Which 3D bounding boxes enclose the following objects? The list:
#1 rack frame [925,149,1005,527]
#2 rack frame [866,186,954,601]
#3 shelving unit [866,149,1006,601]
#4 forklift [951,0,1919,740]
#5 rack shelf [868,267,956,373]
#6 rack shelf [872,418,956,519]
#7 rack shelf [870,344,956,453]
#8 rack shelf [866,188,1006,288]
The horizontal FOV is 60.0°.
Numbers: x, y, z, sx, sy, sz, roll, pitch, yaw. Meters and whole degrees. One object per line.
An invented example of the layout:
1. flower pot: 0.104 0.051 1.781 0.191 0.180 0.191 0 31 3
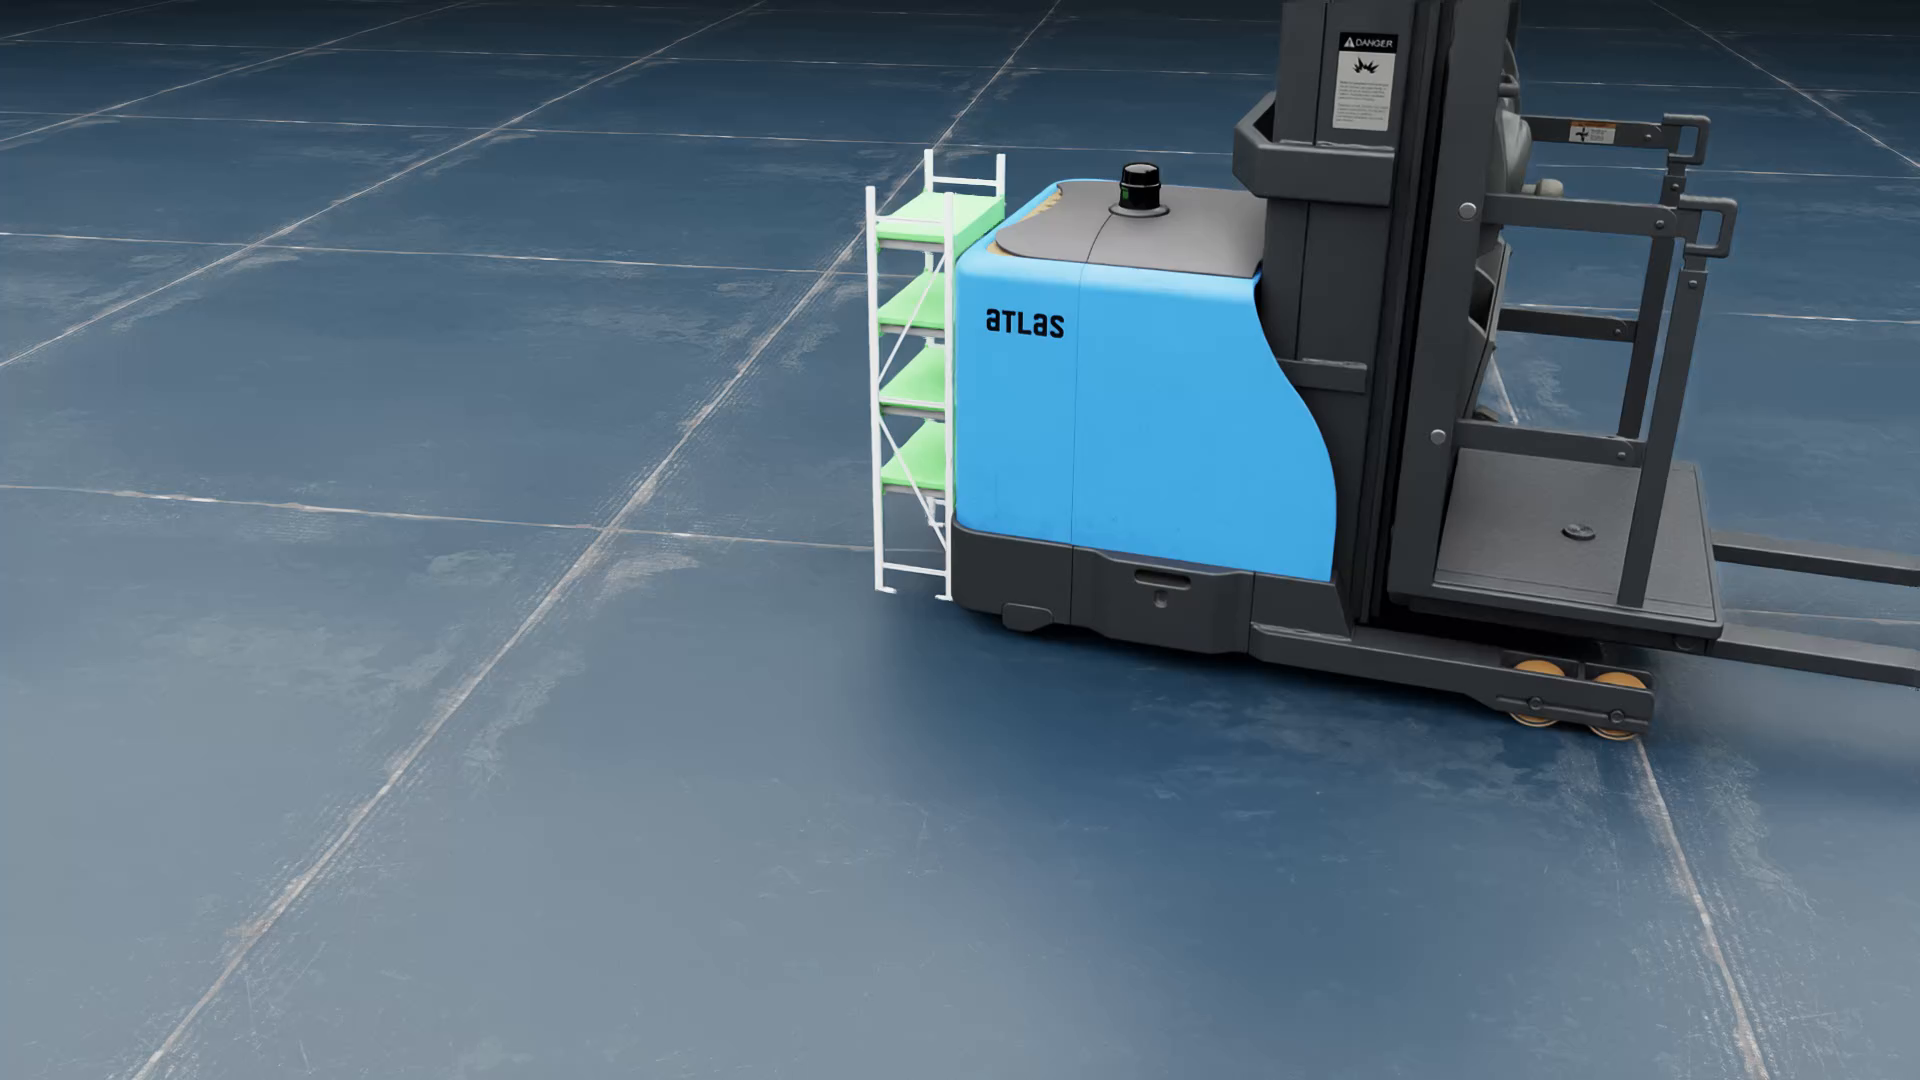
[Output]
1. rack frame: 0.013 -0.580 5.073 0.240 1.200 0.015 8 26 16
2. rack frame: -0.133 -0.382 4.651 0.240 1.200 0.015 8 26 16
3. shelving unit: -0.060 -0.481 4.862 0.258 1.200 0.503 8 26 16
4. forklift: 1.548 -1.079 4.097 3.031 2.935 1.130 8 26 17
5. rack shelf: -0.060 -0.640 4.787 0.258 0.148 0.480 8 26 16
6. rack shelf: -0.060 -0.206 4.991 0.258 0.148 0.480 8 26 16
7. rack shelf: -0.060 -0.423 4.889 0.258 0.148 0.480 8 26 16
8. rack shelf: -0.060 -0.858 4.686 0.258 0.148 0.480 8 26 16
